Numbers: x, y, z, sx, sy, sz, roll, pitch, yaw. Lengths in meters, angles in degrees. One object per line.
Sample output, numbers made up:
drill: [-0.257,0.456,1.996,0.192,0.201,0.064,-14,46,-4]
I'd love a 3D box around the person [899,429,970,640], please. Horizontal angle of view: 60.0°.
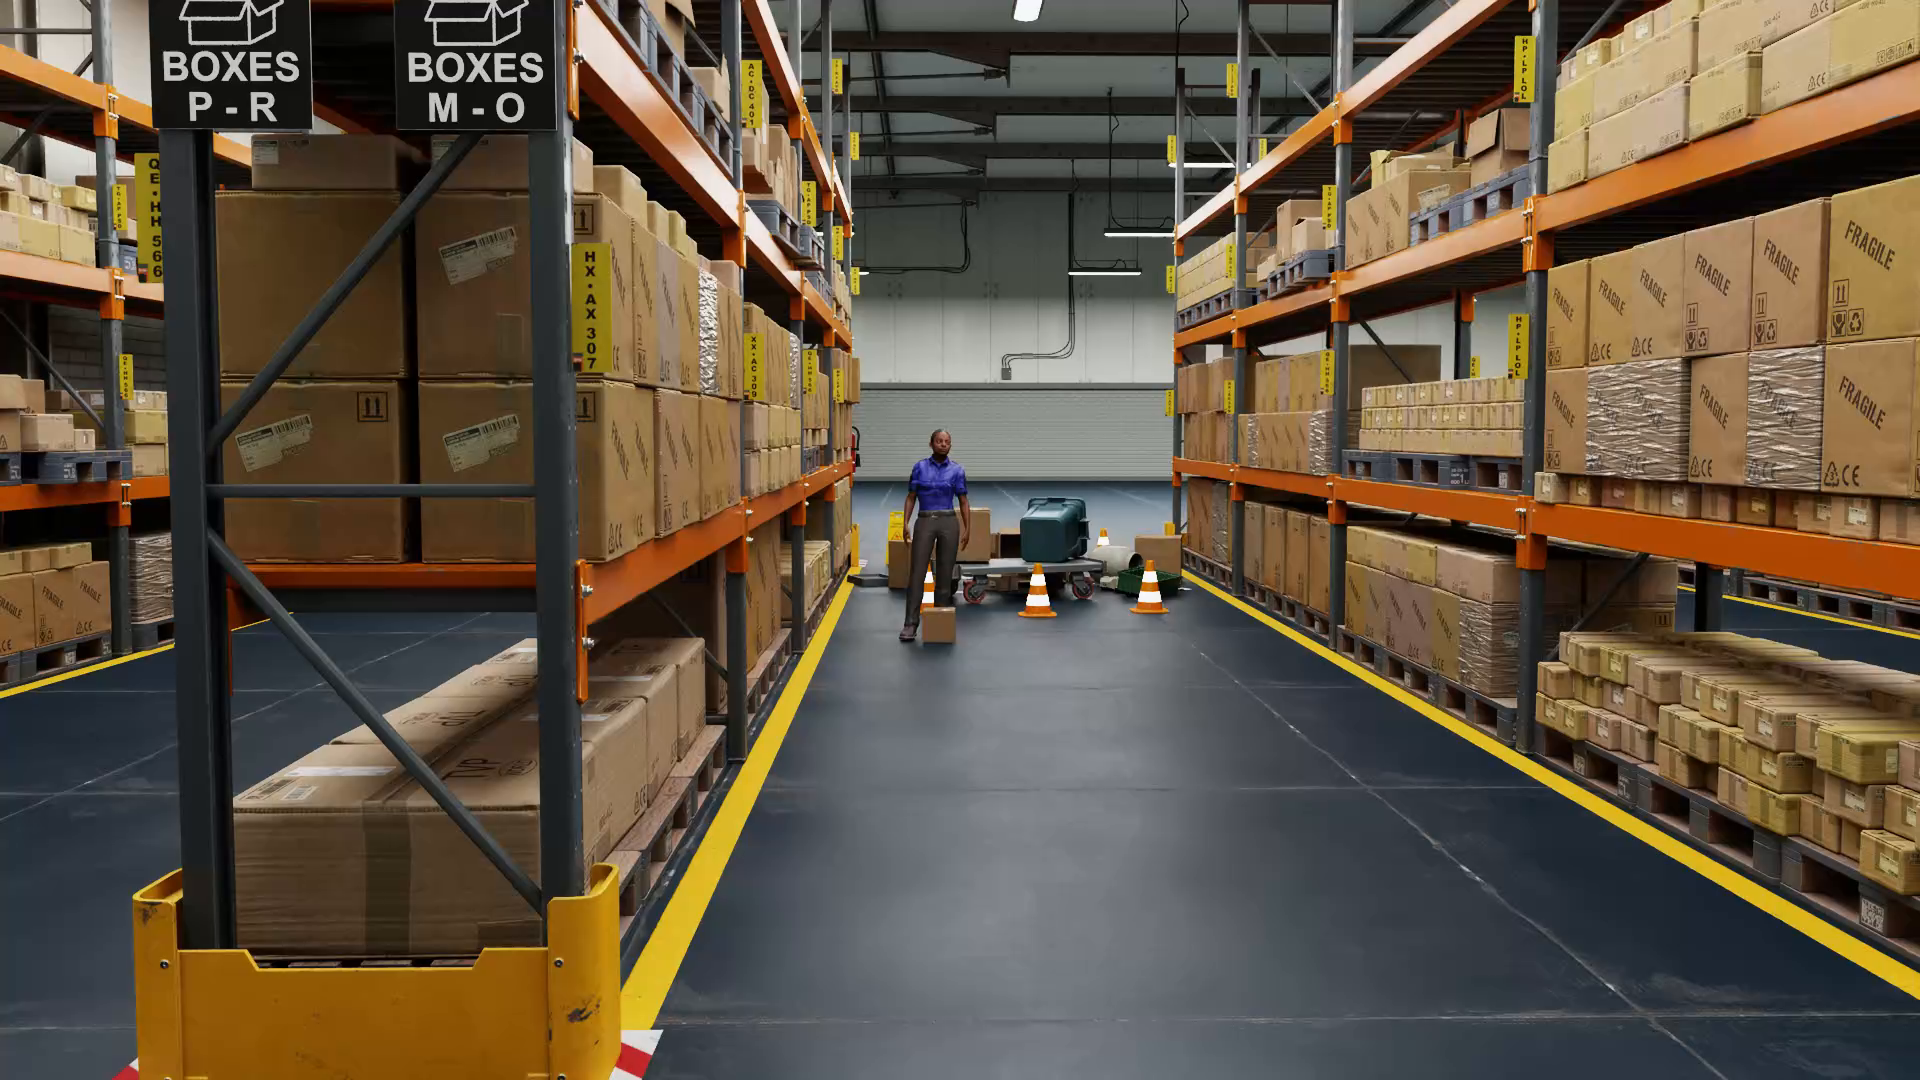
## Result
person: [-0.200,-0.053,13.202,0.570,1.657,0.502,0,4,-1]
